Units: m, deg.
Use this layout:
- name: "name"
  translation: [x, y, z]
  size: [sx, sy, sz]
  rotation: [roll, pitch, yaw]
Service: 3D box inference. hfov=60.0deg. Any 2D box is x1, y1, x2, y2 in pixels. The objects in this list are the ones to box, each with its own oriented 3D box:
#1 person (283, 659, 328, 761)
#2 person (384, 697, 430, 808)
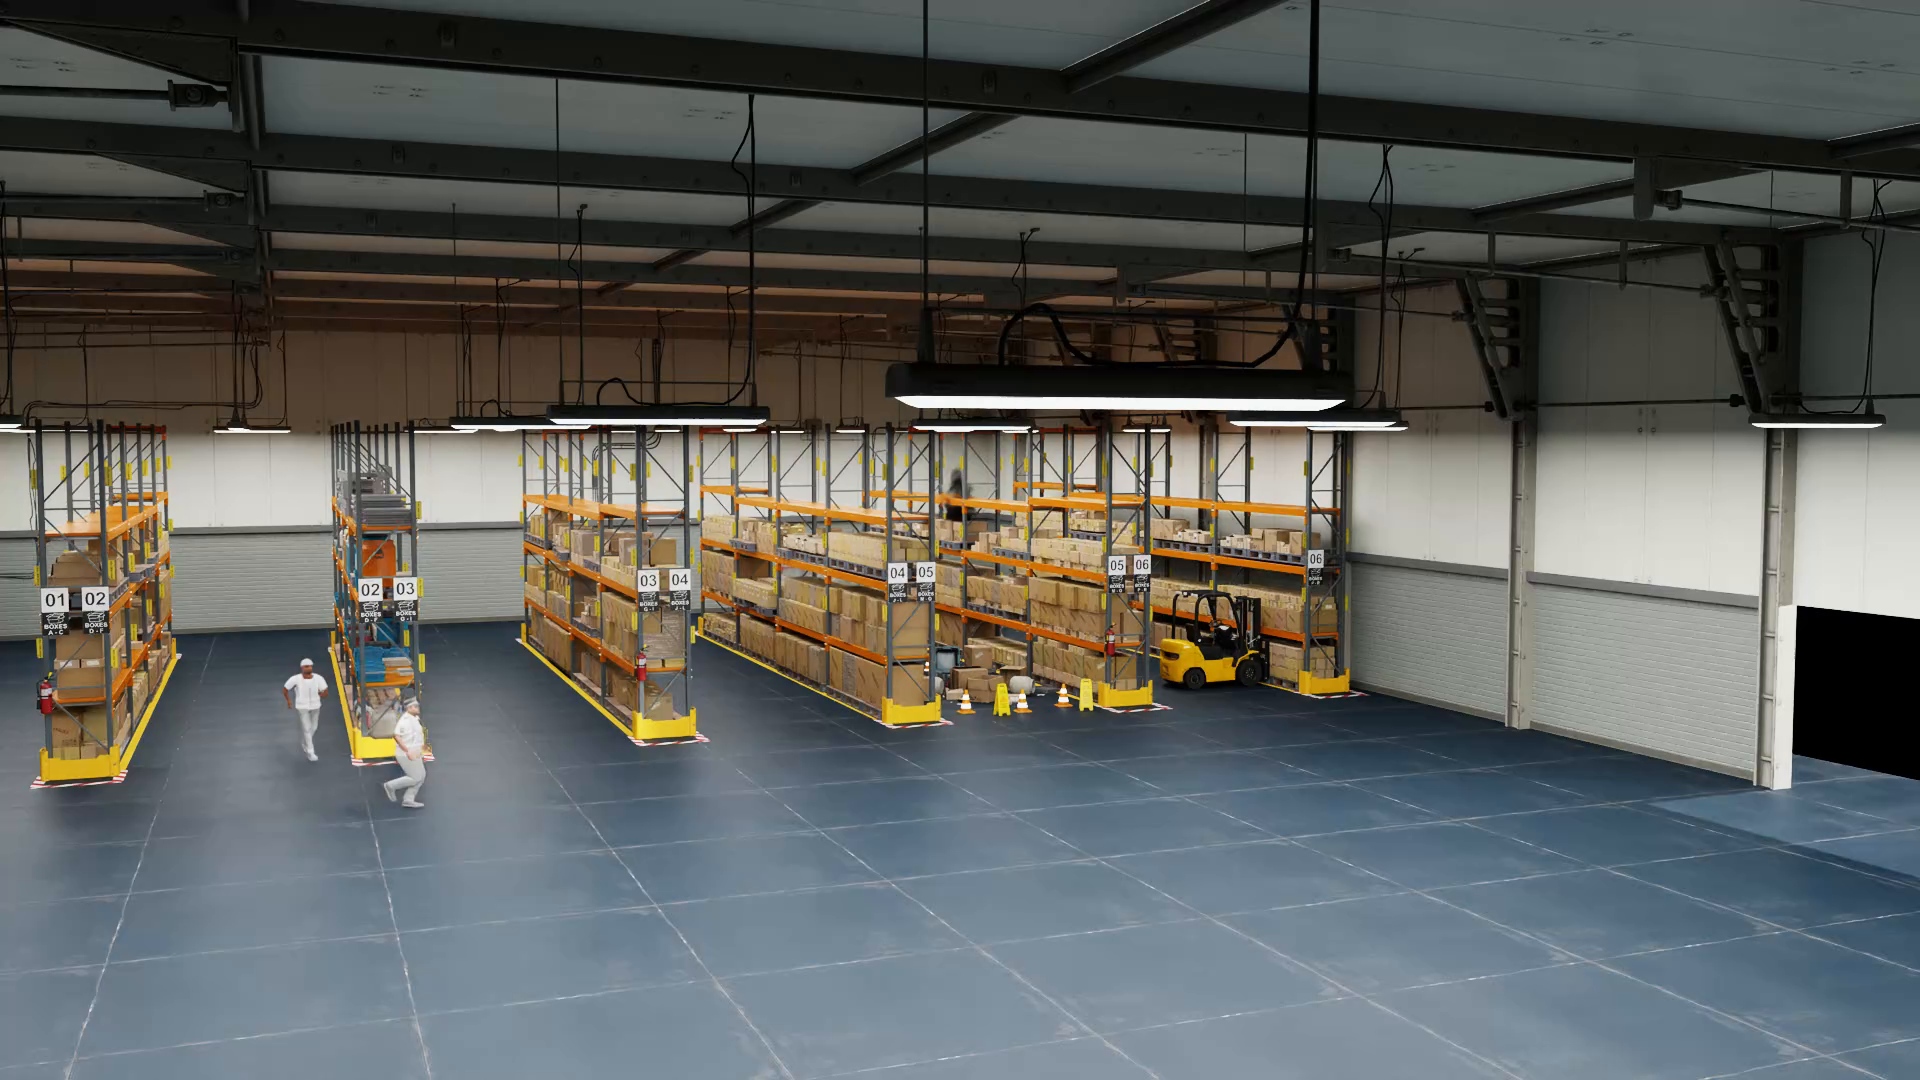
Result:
- name: "person"
  translation: [-11.548, 2.970, 29.431]
  size: [0.704, 1.749, 0.988]
  rotation: [-3, 5, -40]
- name: "person"
  translation: [-8.517, 3.267, 25.593]
  size: [0.631, 1.729, 0.652]
  rotation: [0, 4, 0]
